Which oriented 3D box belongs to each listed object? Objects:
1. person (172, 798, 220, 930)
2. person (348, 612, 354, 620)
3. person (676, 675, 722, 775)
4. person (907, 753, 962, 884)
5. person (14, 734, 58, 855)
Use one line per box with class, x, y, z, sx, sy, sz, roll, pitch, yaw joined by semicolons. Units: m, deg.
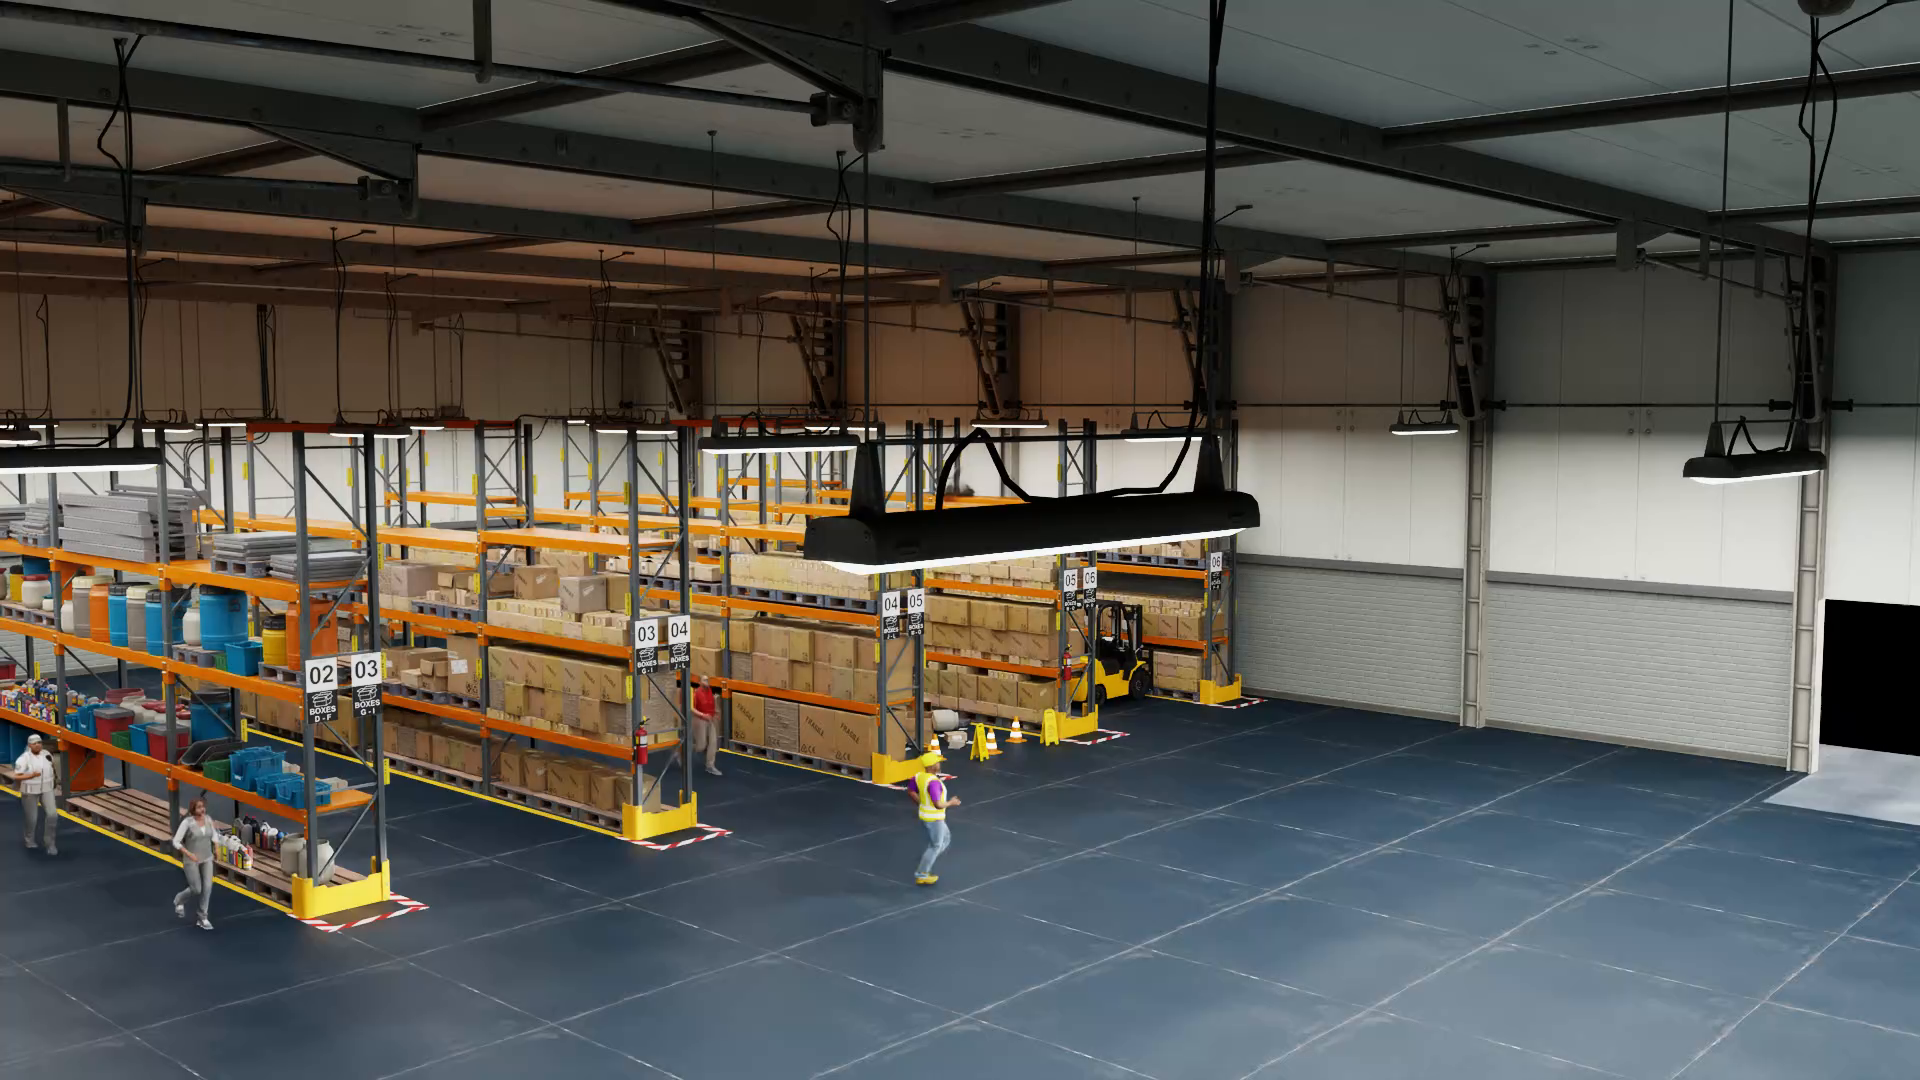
person;-9.287;3.915;20.214;0.622;1.578;0.573;3;6;35
person;-14.060;2.389;38.371;0.651;1.659;0.565;0;5;-4
person;-4.451;3.160;28.580;0.844;1.727;0.670;3;5;29
person;-0.317;3.662;21.960;0.626;1.750;0.680;-2;5;-19
person;-12.999;3.590;23.440;0.708;1.723;0.585;5;7;44
